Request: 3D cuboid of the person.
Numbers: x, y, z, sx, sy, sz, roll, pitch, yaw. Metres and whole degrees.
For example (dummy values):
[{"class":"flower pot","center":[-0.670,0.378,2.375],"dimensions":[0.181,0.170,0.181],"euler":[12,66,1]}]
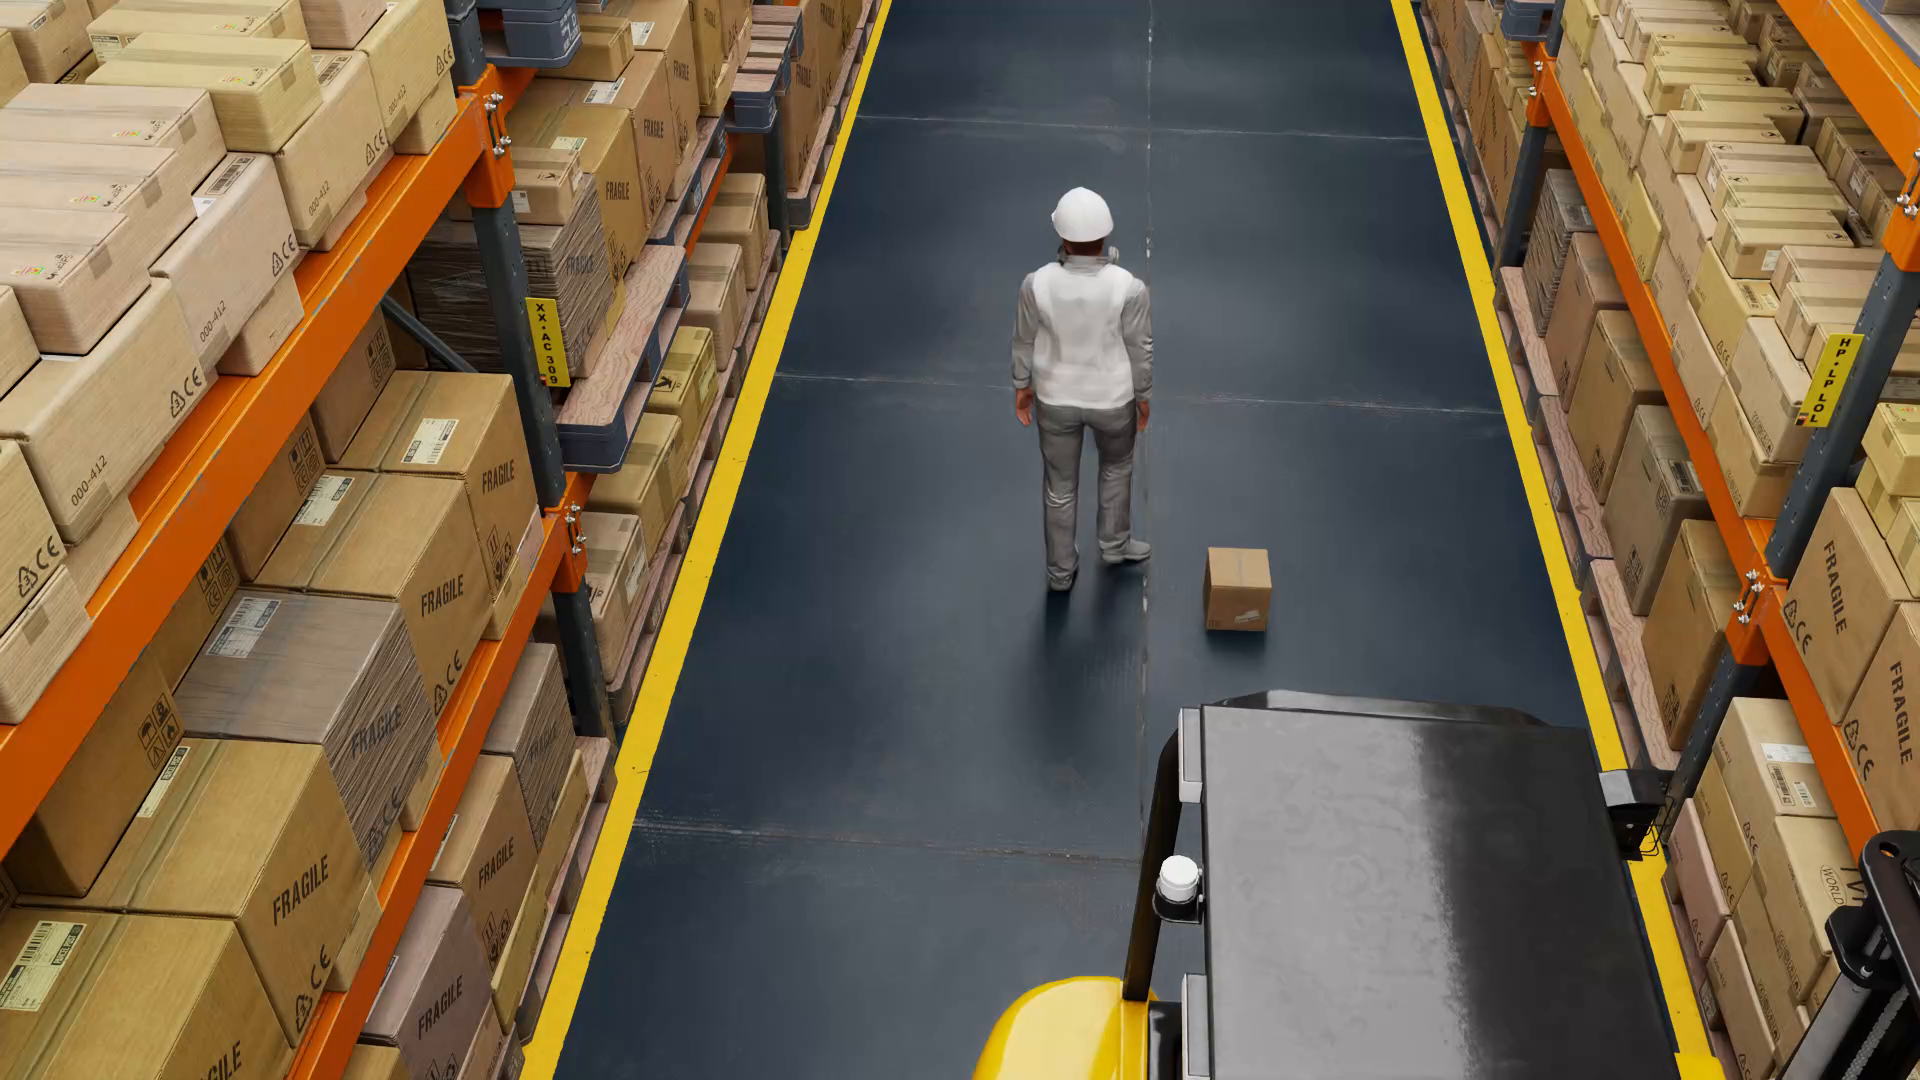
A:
[{"class":"person","center":[0.521,-0.565,6.835],"dimensions":[0.644,1.817,0.520],"euler":[5,40,6]}]
